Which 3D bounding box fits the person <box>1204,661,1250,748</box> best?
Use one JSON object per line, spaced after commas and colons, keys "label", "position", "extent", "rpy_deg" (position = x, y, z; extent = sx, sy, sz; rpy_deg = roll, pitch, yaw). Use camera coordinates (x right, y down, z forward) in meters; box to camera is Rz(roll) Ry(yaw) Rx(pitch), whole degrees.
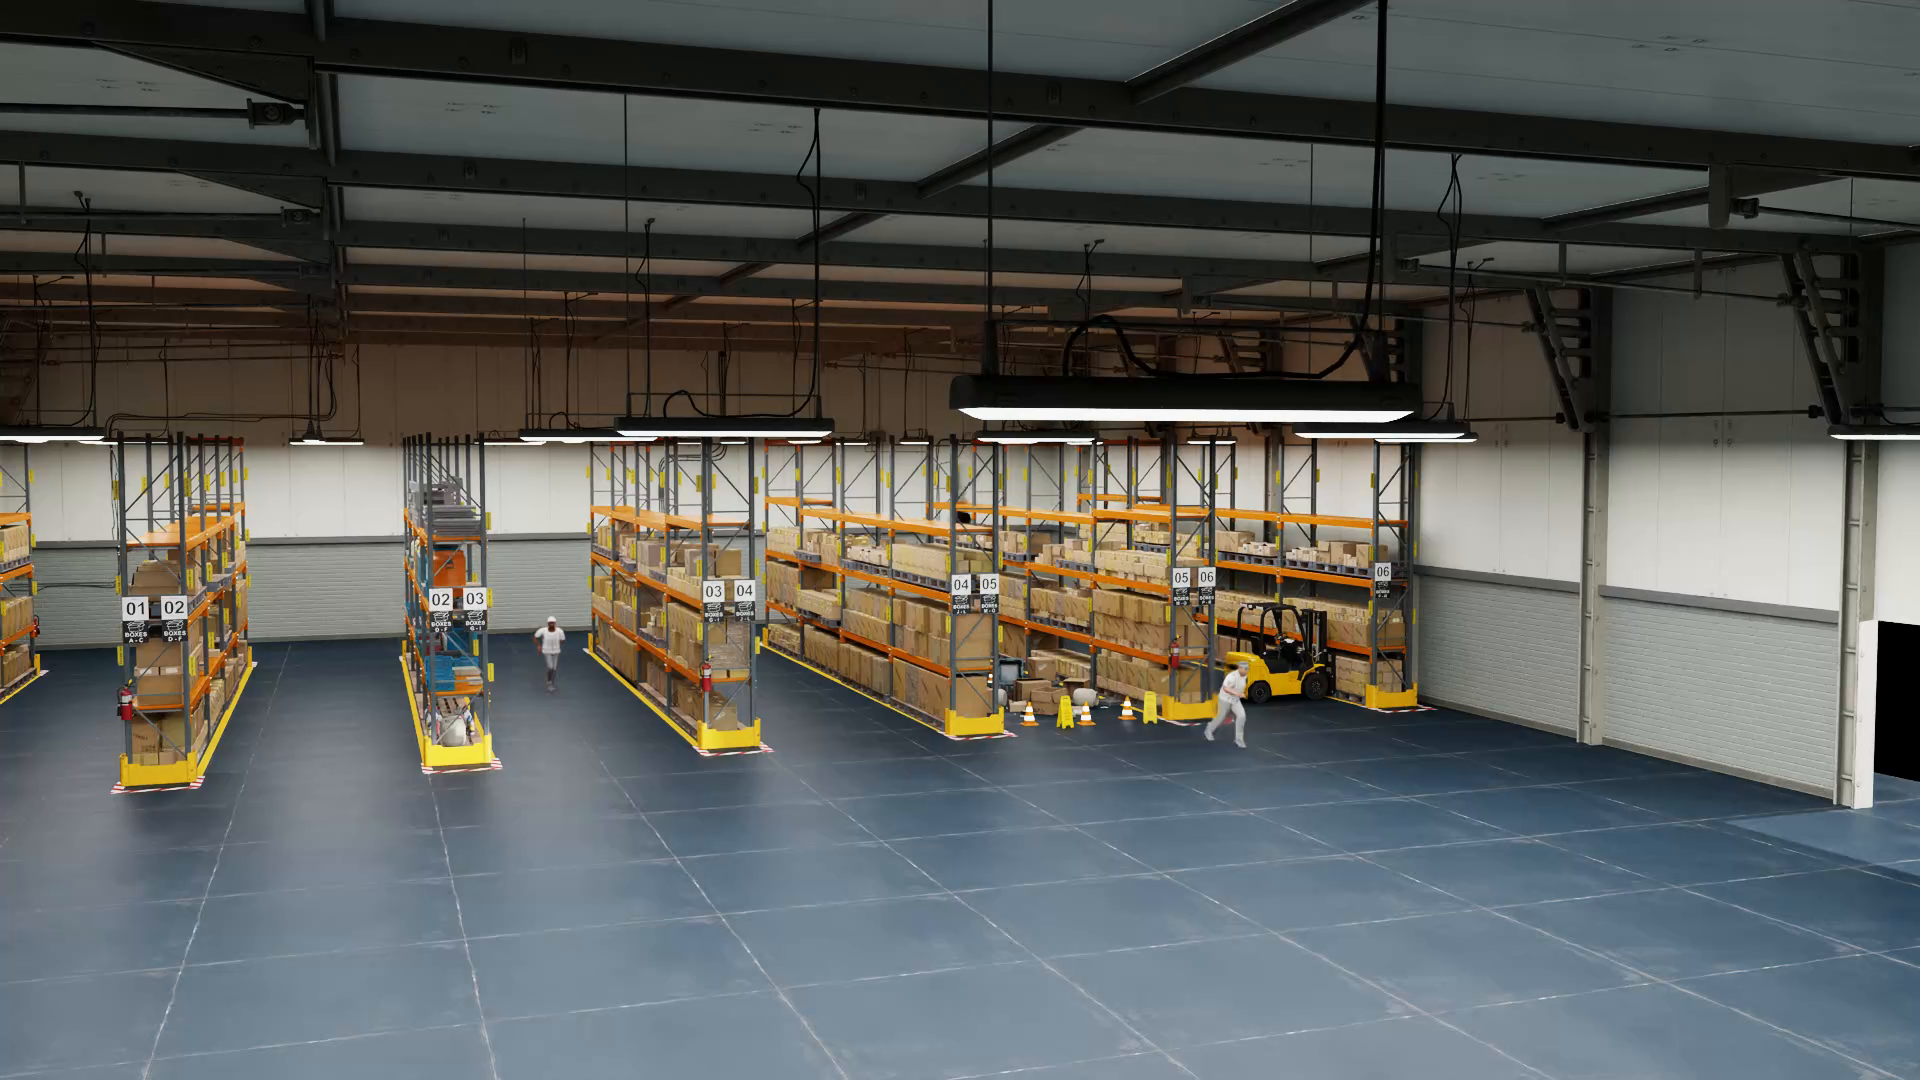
{"label": "person", "position": [5.149, 3.147, 32.047], "extent": [1.018, 1.720, 0.706], "rpy_deg": [3, 4, 44]}

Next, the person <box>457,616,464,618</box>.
{"label": "person", "position": [-13.905, 2.254, 46.712], "extent": [0.770, 1.775, 0.694], "rpy_deg": [-1, 3, -25]}

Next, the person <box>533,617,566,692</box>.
{"label": "person", "position": [-9.636, 2.692, 39.159], "extent": [0.698, 1.786, 0.779], "rpy_deg": [-2, 4, -29]}
